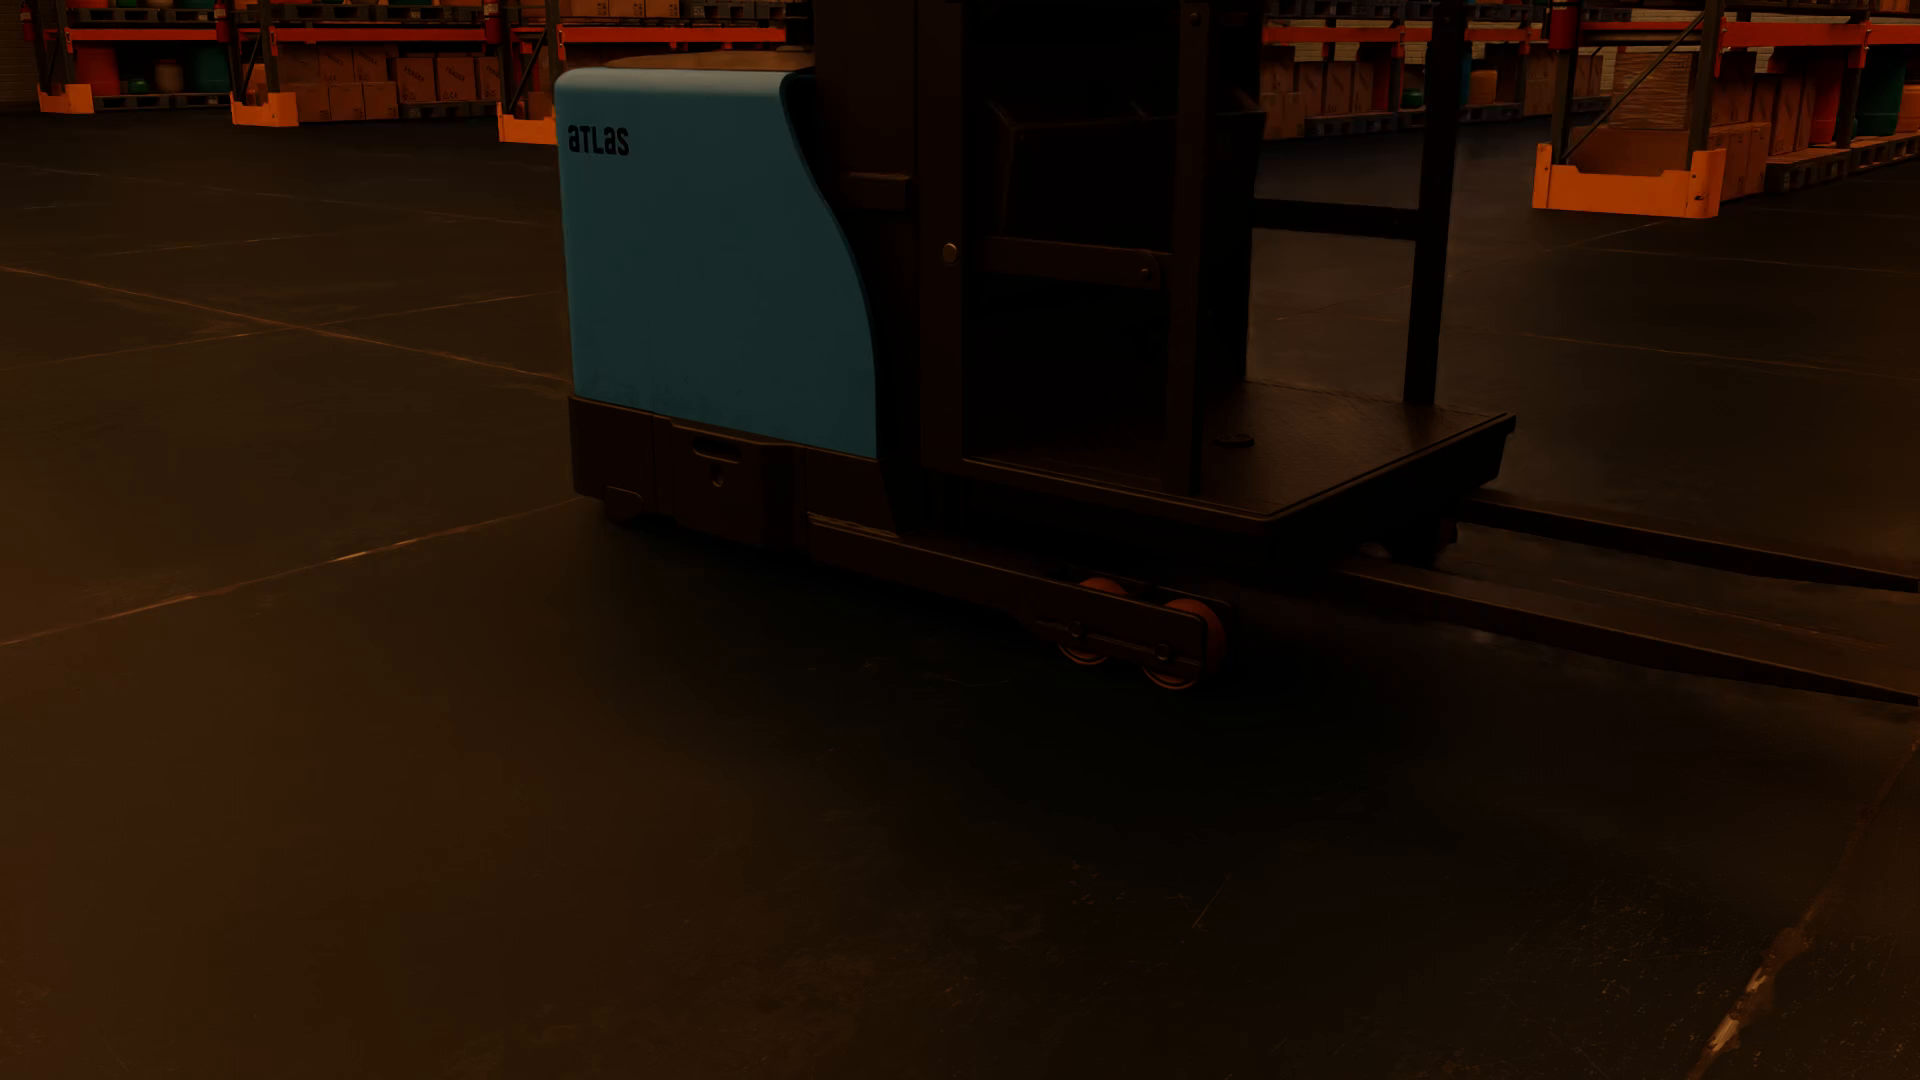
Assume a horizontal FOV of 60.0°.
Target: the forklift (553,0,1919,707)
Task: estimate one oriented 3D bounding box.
[{"bbox_3d":[0.504,-1.301,3.182,3.031,2.935,1.130,13,21,37],"label":"forklift"}]
